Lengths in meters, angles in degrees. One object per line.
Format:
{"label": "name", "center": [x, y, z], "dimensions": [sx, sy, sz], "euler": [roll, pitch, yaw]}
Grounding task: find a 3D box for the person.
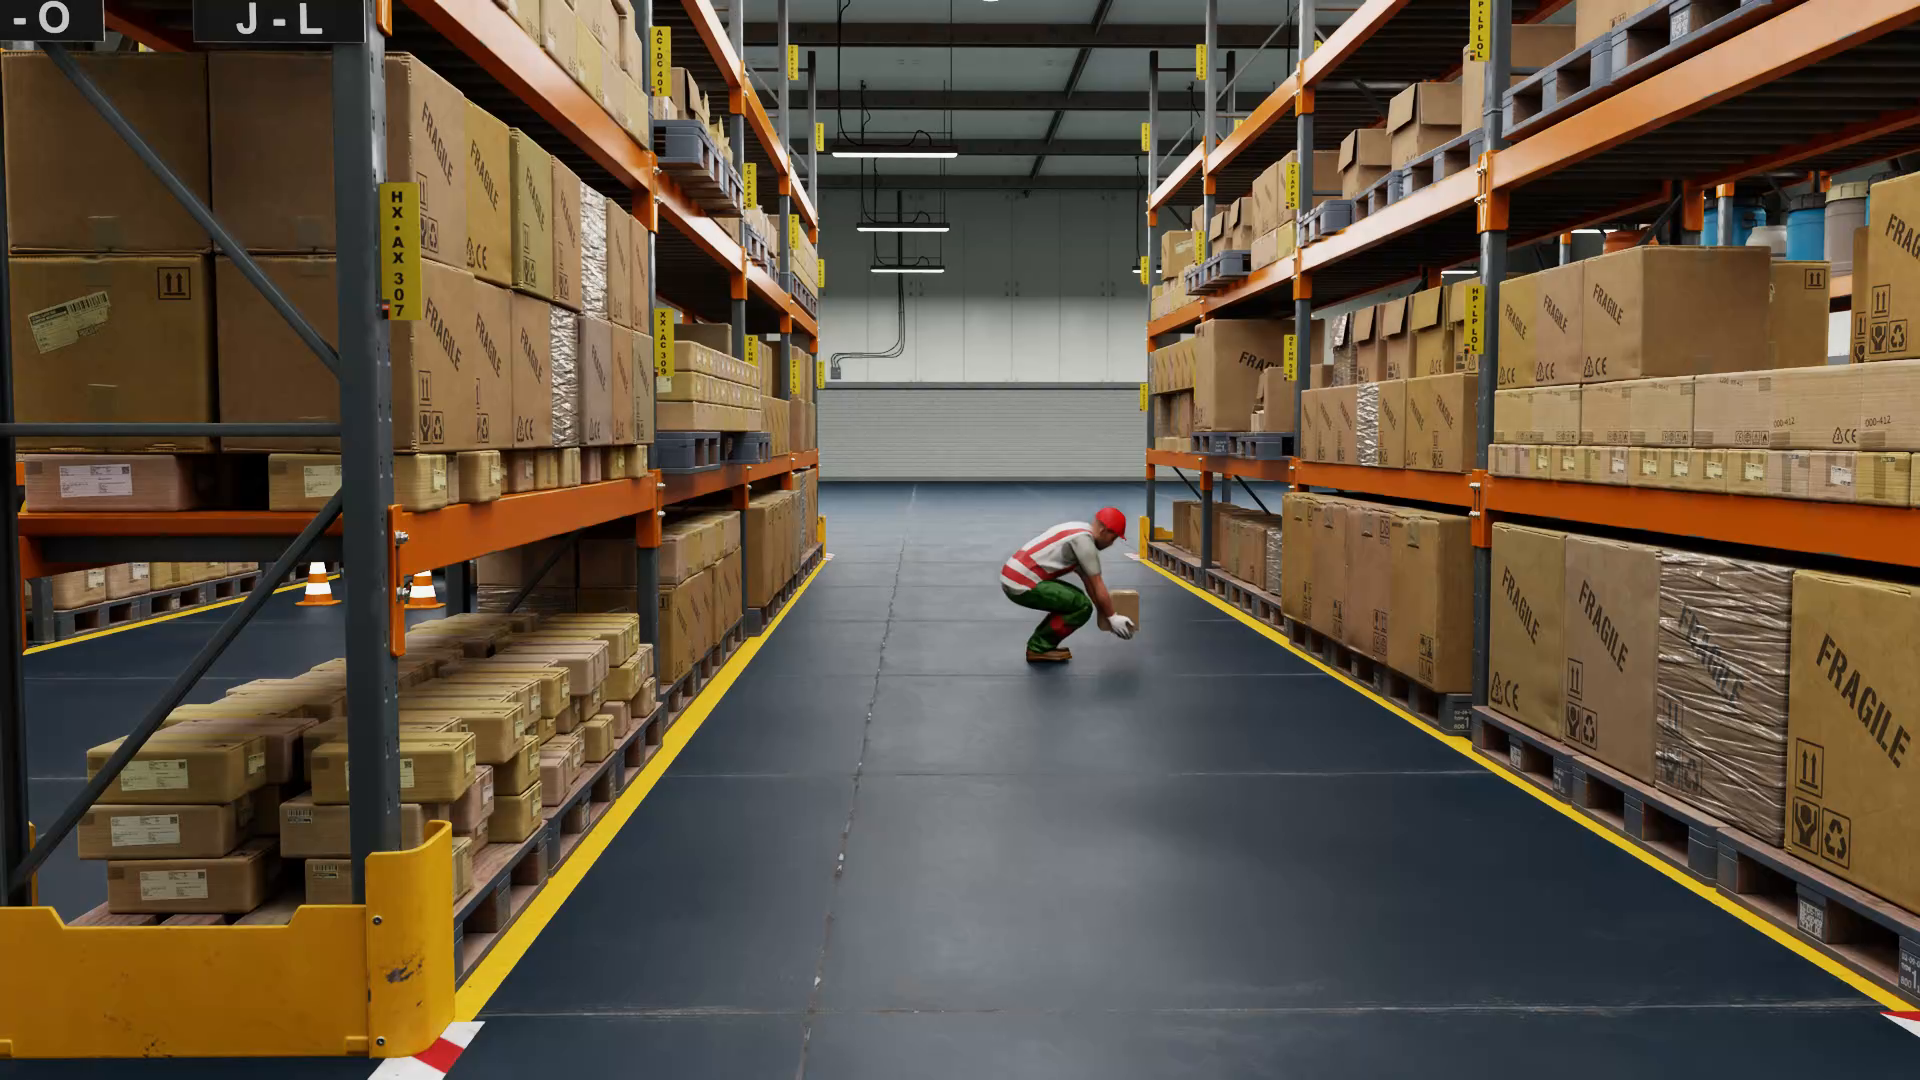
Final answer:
{"label": "person", "center": [0.702, 0.287, 11.088], "dimensions": [0.881, 1.015, 0.572], "euler": [0, 4, -2]}
